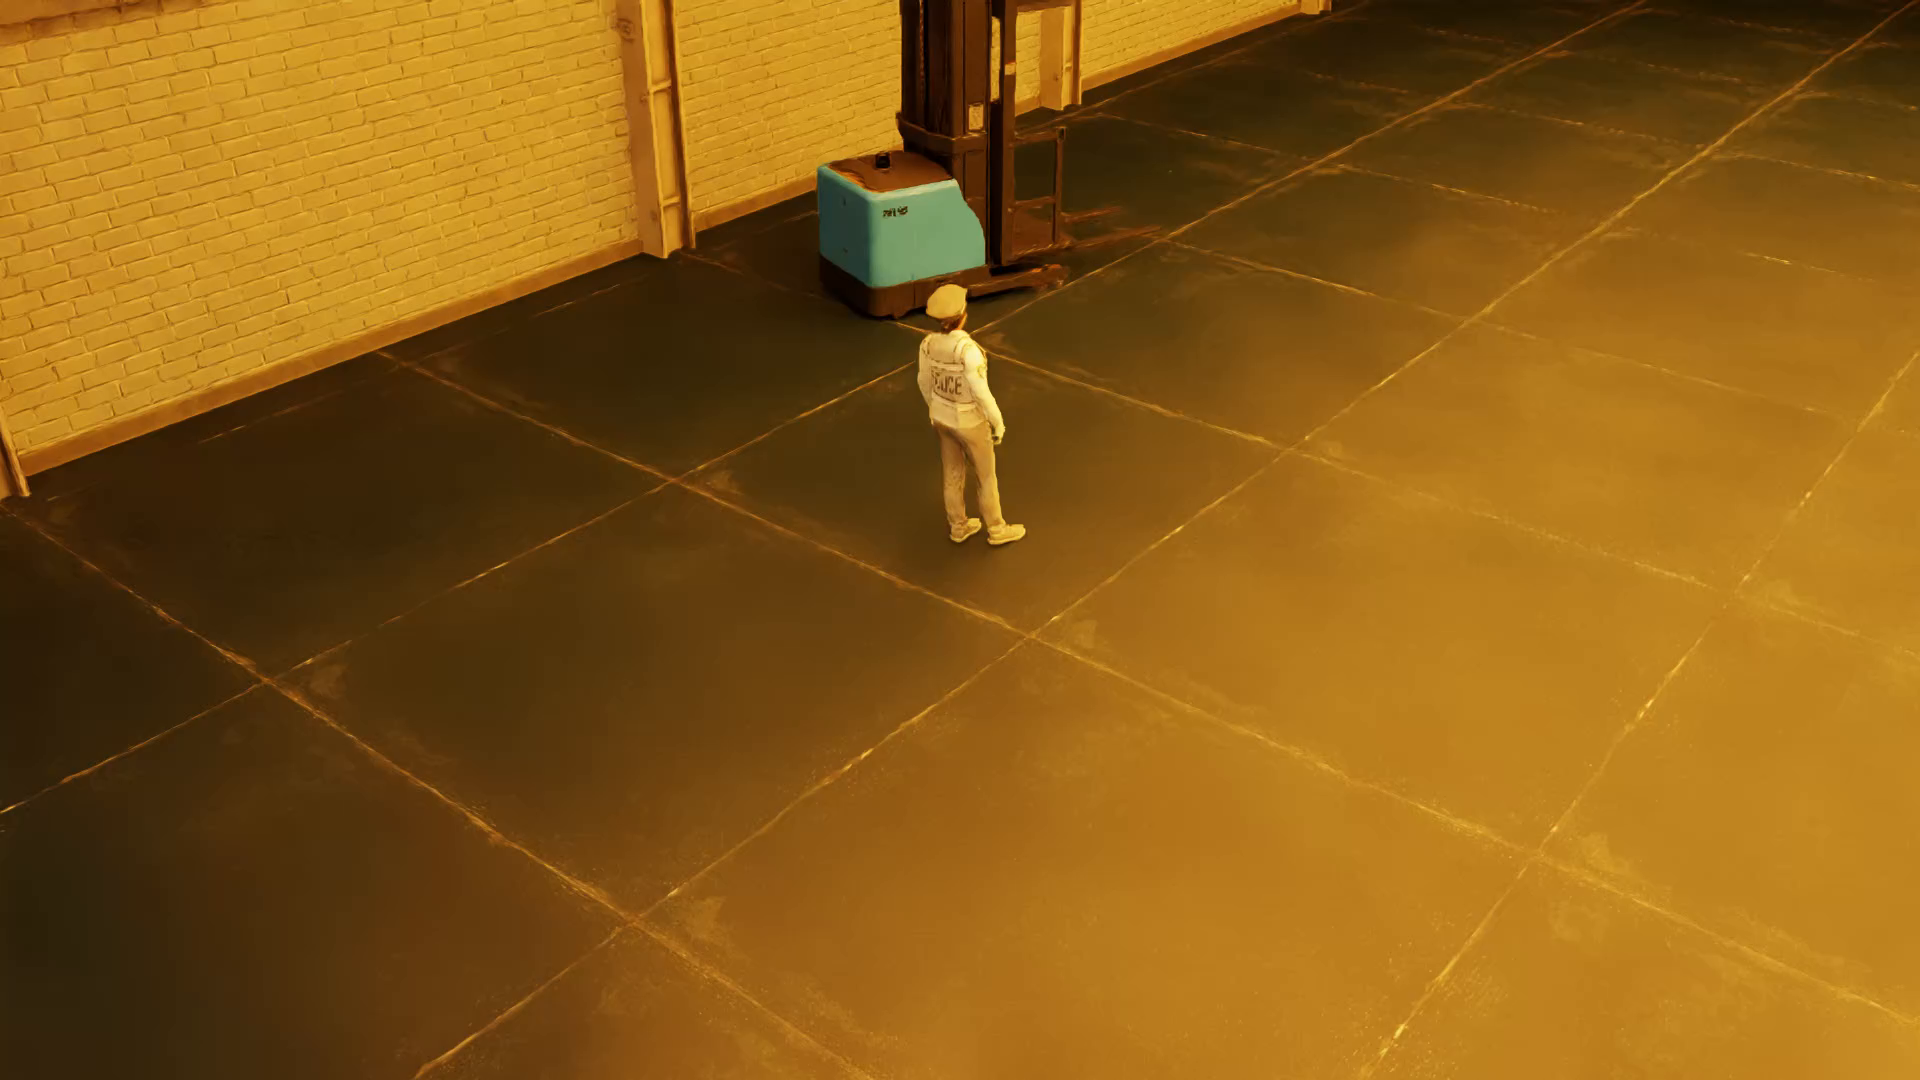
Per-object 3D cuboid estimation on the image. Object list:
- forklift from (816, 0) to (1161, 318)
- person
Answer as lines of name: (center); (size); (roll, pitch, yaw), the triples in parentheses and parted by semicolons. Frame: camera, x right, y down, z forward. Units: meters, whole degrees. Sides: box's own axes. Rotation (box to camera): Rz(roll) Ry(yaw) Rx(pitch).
forklift: (0.332, -3.617, 13.785); (3.031, 2.935, 1.130); (-17, 34, -26)
person: (0.048, -0.763, 10.110); (0.586, 1.695, 0.533); (22, 37, 33)
